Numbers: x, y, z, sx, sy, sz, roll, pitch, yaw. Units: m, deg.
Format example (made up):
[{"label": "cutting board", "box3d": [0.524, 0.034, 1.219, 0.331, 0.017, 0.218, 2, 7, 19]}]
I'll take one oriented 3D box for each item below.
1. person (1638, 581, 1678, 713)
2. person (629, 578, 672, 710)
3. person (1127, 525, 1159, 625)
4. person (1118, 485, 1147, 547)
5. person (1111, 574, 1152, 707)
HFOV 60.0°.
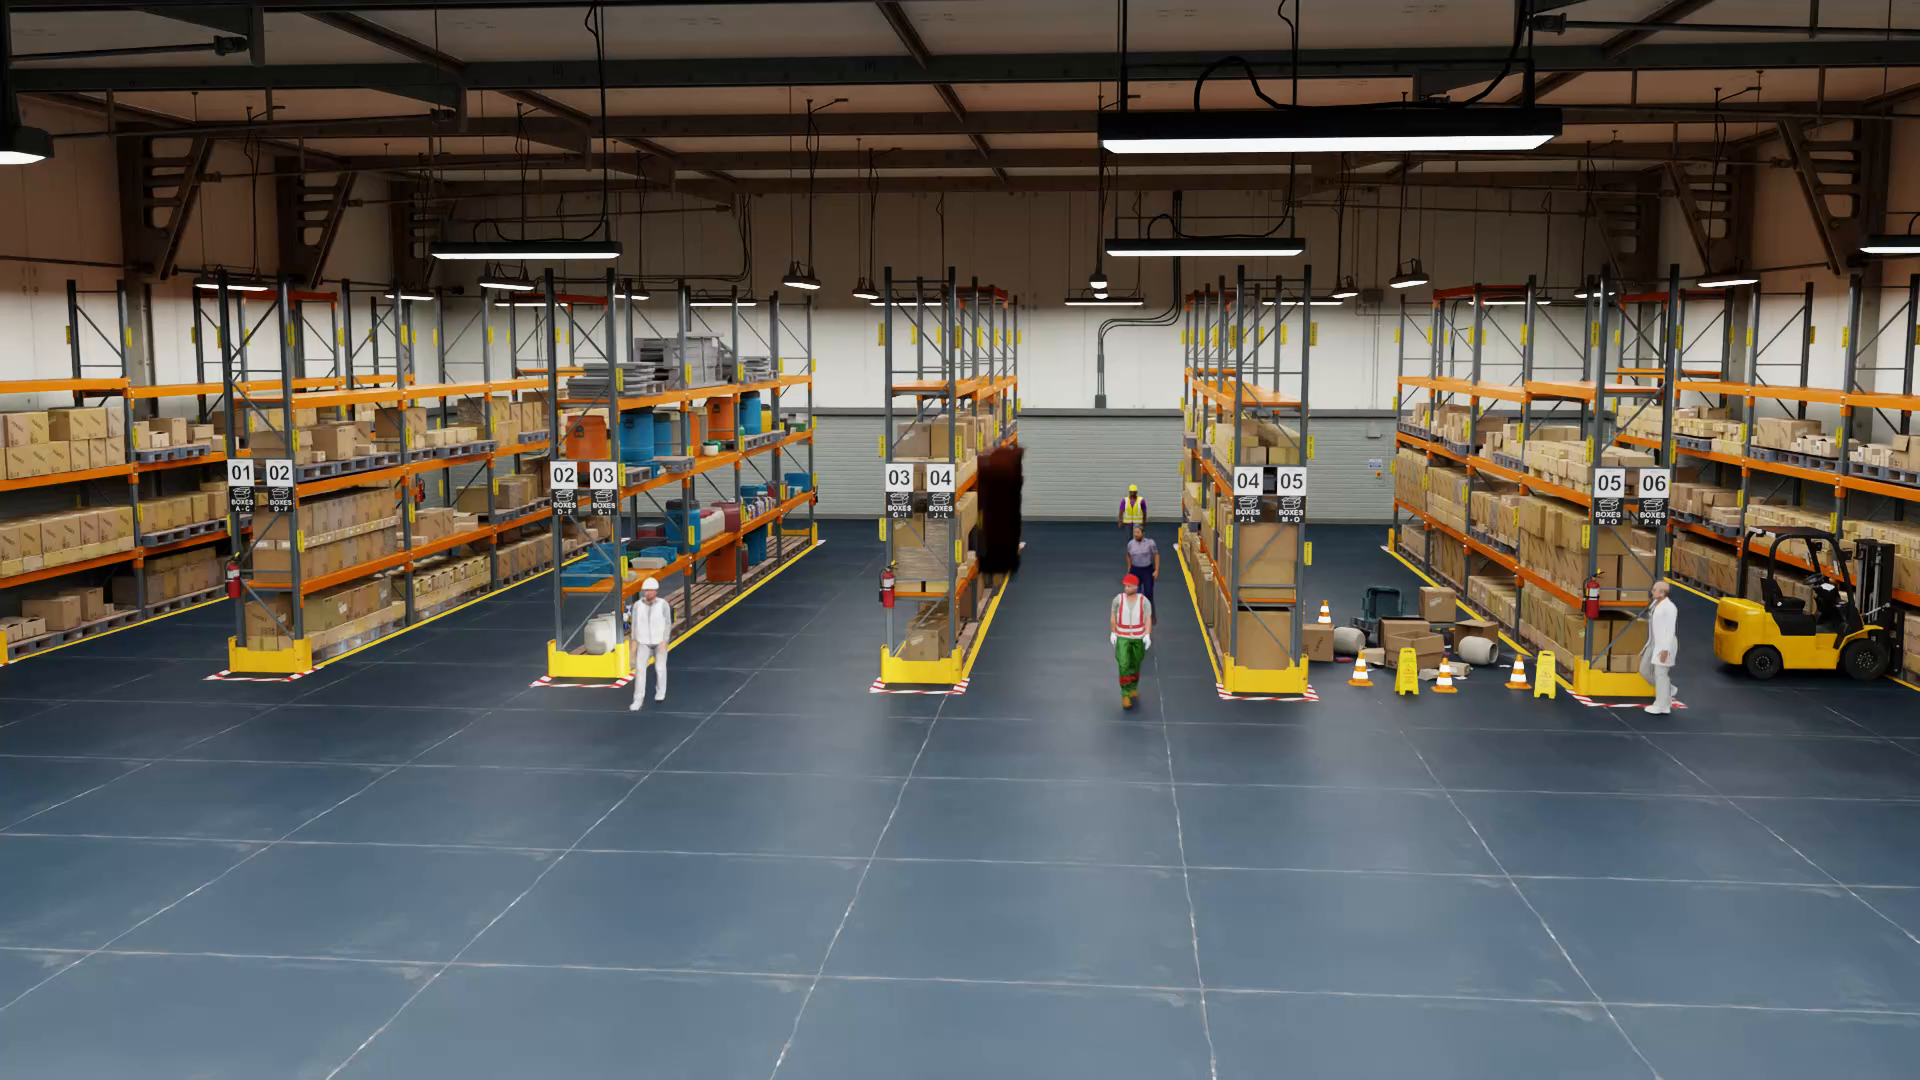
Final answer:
[{"label": "person", "box3d": [9.382, 1.419, 22.149, 0.572, 1.766, 0.569, -1, 7, -8]}, {"label": "person", "box3d": [-4.209, 1.379, 22.626, 0.565, 1.729, 0.915, 0, 7, -4]}, {"label": "person", "box3d": [3.040, 0.586, 27.665, 0.553, 1.707, 0.462, 2, 7, 17]}, {"label": "person", "box3d": [3.864, -0.390, 37.278, 0.625, 1.703, 1.077, 1, 7, 8]}, {"label": "person", "box3d": [2.350, 1.344, 22.777, 0.553, 1.751, 0.895, 0, 7, 2]}]
